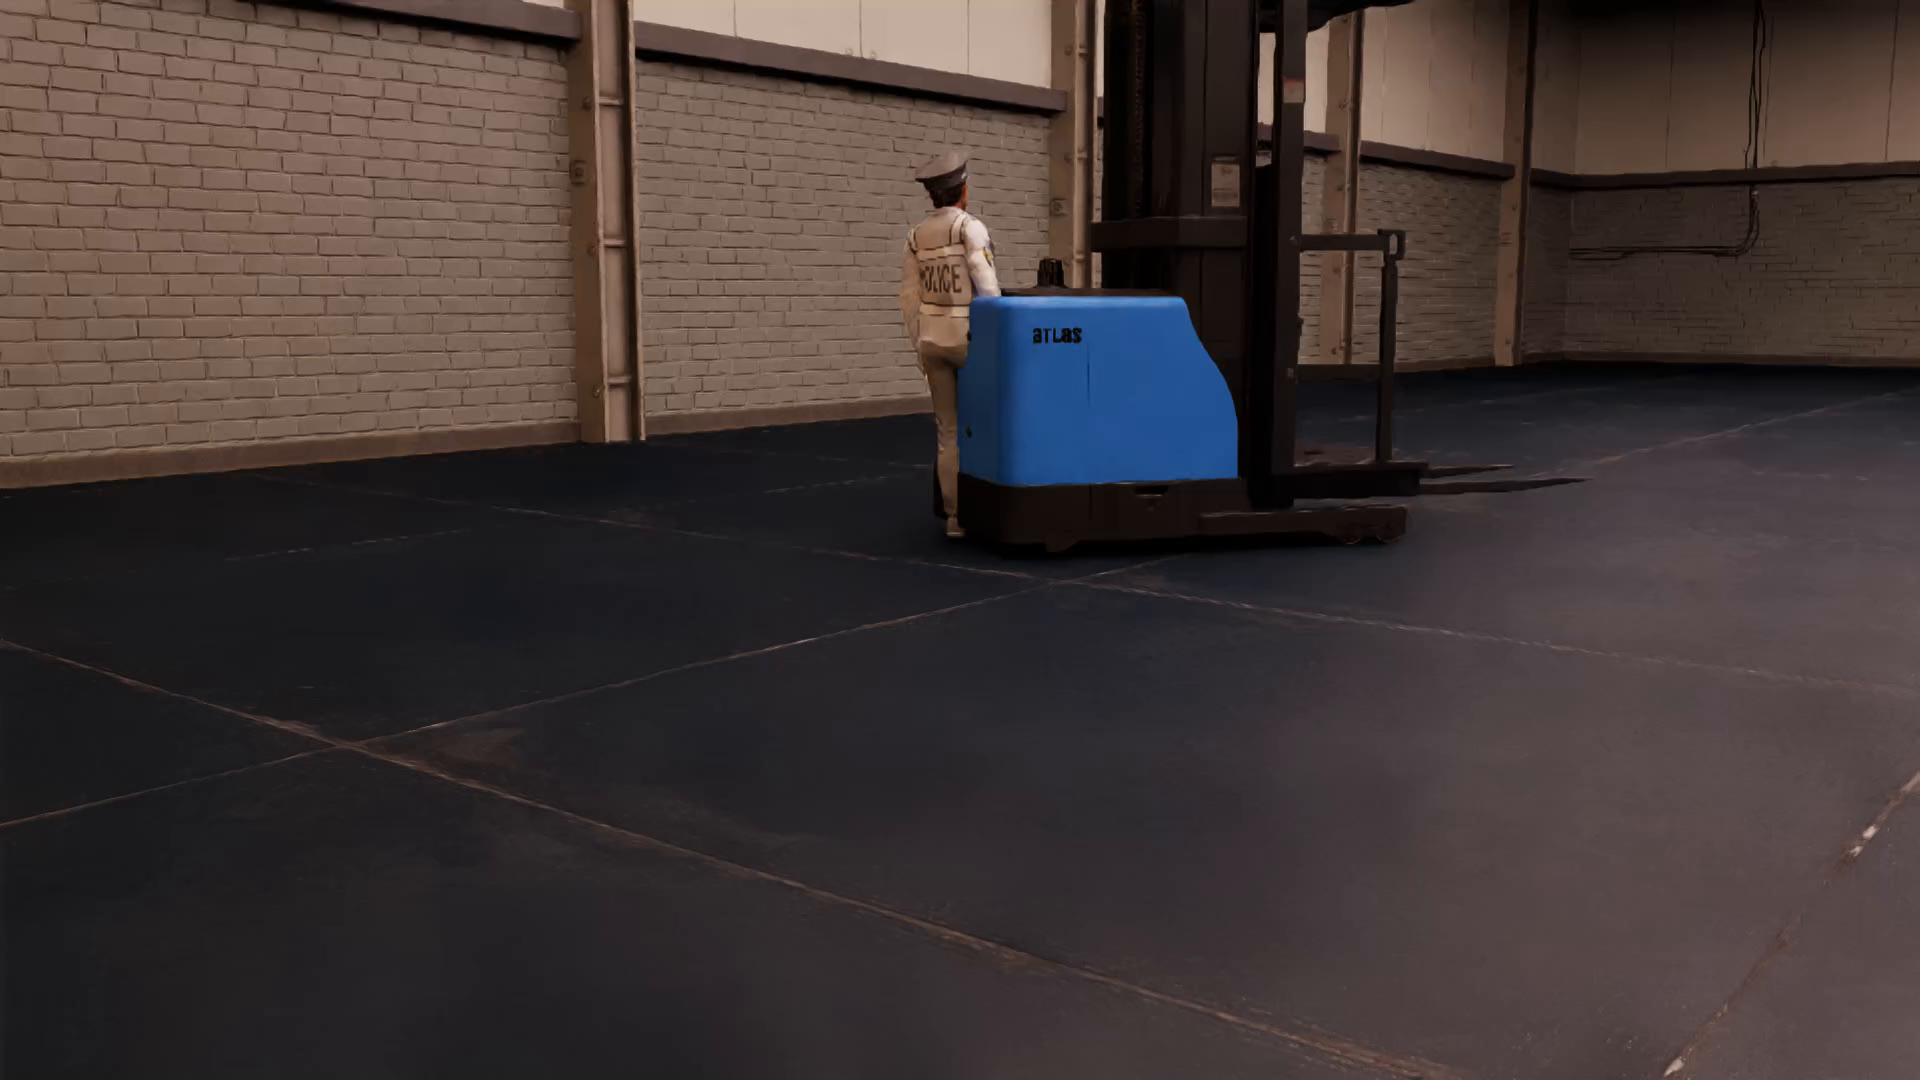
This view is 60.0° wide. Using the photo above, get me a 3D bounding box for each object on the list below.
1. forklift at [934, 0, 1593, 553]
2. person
[{"bbox_3d":[1.454,-1.500,7.532,3.031,2.935,1.130,-3,9,-18],"label":"forklift"},{"bbox_3d":[0.063,-0.856,7.374,0.584,1.695,0.598,7,11,39],"label":"person"}]
